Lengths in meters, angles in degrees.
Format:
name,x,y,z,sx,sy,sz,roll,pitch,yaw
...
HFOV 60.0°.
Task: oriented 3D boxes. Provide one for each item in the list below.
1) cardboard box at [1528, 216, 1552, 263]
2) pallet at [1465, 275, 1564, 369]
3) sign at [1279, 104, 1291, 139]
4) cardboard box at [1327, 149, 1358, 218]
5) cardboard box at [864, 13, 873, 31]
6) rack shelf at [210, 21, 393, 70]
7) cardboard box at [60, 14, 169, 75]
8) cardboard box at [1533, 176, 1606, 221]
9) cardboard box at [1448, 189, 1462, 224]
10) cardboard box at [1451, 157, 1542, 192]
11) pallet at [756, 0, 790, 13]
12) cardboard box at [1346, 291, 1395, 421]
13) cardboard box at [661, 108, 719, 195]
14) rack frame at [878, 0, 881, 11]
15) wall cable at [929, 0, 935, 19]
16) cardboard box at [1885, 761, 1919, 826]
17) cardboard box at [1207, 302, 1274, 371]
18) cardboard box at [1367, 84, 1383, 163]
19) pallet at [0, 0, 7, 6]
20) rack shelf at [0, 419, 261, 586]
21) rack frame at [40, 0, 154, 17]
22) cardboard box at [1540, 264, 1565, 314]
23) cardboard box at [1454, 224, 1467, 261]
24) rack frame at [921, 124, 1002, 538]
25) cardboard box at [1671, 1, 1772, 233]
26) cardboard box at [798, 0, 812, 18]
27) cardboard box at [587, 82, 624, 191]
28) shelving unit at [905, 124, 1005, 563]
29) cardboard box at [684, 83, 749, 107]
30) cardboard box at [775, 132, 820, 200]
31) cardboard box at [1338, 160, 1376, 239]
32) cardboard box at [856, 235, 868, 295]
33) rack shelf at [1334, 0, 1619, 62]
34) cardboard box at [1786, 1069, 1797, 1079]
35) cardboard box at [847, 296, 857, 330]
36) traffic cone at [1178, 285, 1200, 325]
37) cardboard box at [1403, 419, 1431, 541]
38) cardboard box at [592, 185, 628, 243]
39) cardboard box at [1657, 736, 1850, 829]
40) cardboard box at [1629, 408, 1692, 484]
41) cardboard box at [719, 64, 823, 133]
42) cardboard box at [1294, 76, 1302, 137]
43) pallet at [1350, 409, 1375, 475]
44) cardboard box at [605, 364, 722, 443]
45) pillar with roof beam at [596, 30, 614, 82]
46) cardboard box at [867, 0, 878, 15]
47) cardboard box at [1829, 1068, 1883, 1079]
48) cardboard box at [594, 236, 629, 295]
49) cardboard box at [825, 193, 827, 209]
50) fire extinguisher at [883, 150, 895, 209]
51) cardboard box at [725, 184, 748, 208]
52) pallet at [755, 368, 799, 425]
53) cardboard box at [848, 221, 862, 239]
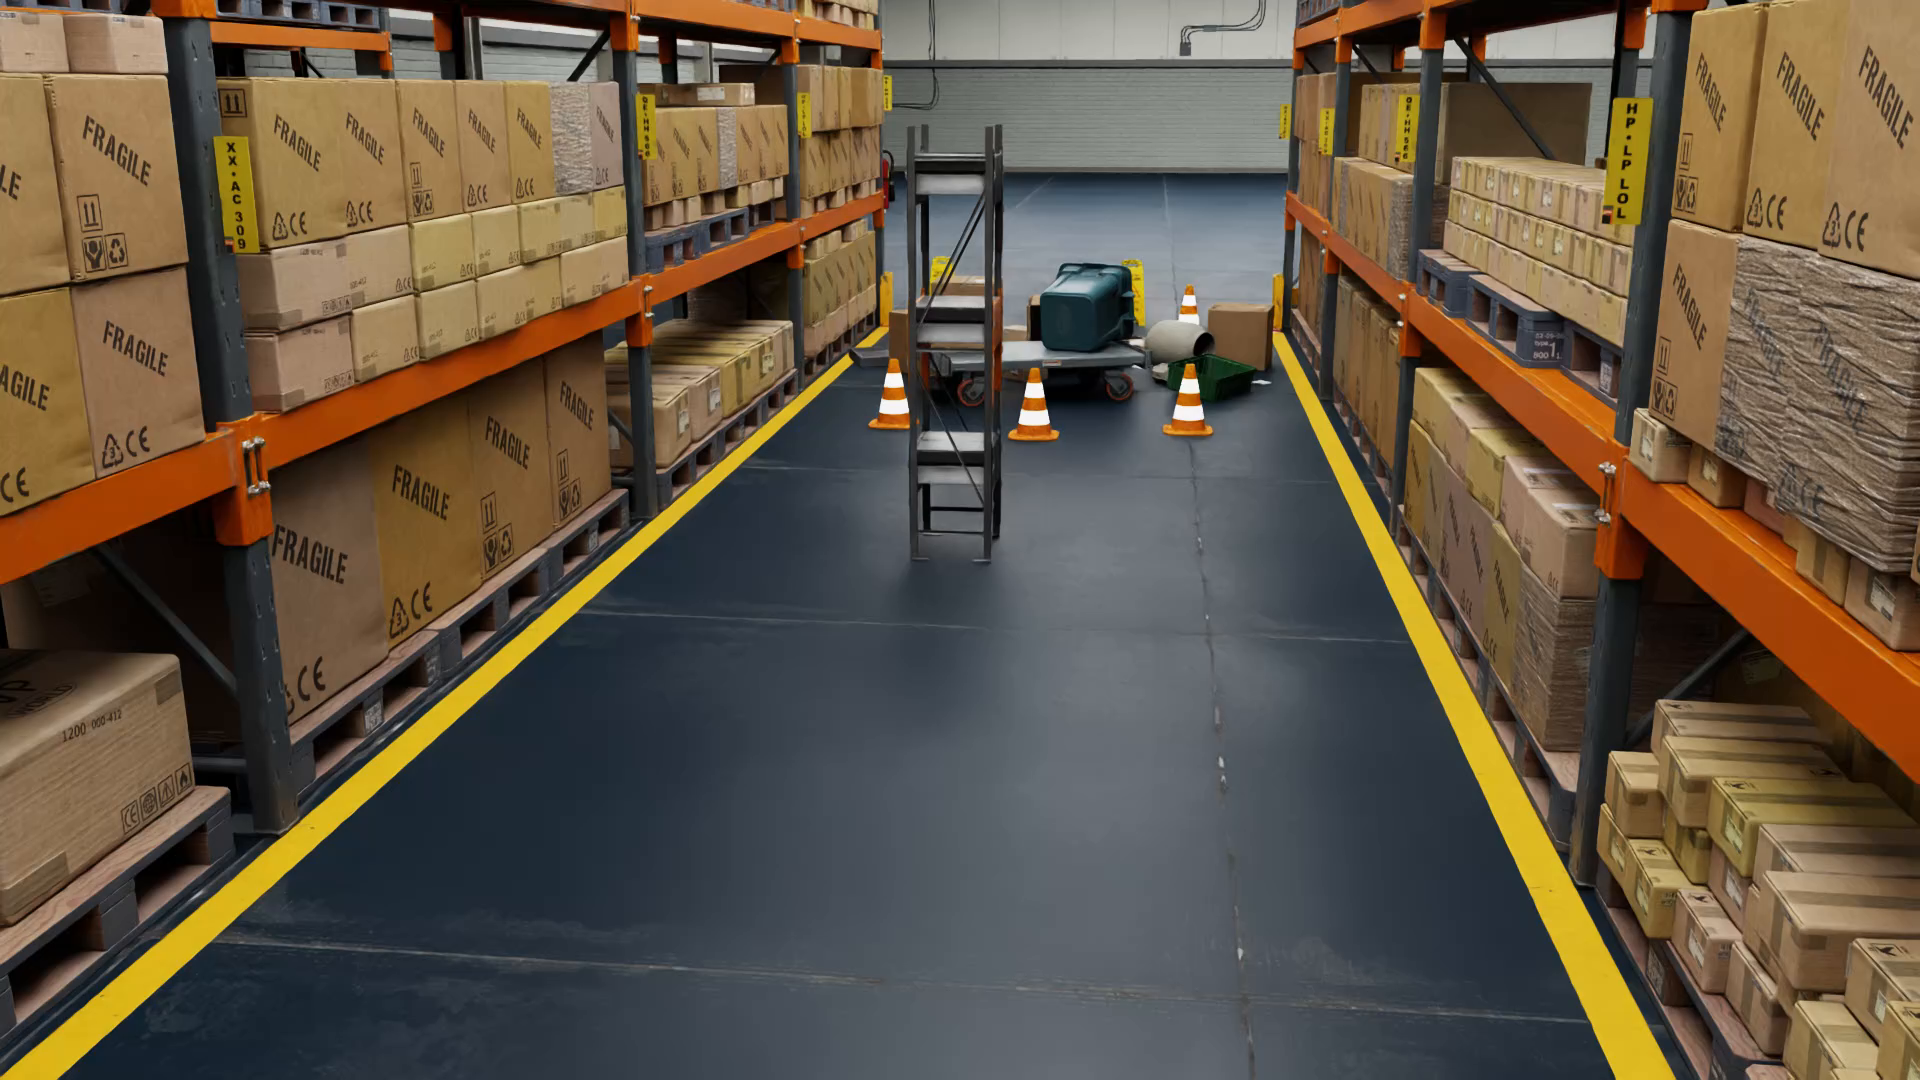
name,x,y,z,sx,sy,sz,roll,pitch,yaw
cardboard box,2.308,-1.101,6.094,0.380,0.149,0.250,2,15,7
pallet,2.583,-0.855,6.445,1.003,0.211,1.213,2,15,6
sign,3.117,-4.011,15.939,0.100,0.325,0.005,2,15,6
cardboard box,3.246,-2.668,12.495,0.875,0.550,0.550,2,15,6
cardboard box,-1.020,-4.817,15.465,0.380,0.149,0.250,2,15,7
rack shelf,-6.420,-4.384,14.760,1.077,0.370,4.000,2,15,6
cardboard box,-2.334,-1.299,4.370,0.380,0.149,0.250,1,15,5
cardboard box,2.313,-1.241,6.043,0.380,0.149,0.250,1,15,4
cardboard box,2.511,-1.568,7.821,0.380,0.149,0.250,2,15,9
cardboard box,2.520,-1.716,7.797,0.380,0.149,0.250,2,15,6
pallet,-1.889,-3.820,11.655,1.213,0.211,1.003,2,15,6
cardboard box,3.123,-1.203,10.869,1.050,0.750,0.750,2,15,6
cardboard box,-1.779,-2.360,10.076,0.500,0.500,0.500,2,15,7
rack frame,-1.262,-6.553,15.656,1.000,3.000,0.127,2,15,6
wall cable,0.551,-15.909,46.531,3.097,2.526,0.112,2,15,6
cardboard box,2.543,0.629,4.107,0.380,0.149,0.250,2,15,7
cardboard box,2.372,-1.727,14.087,0.500,0.500,0.500,4,16,16
cardboard box,3.110,-2.768,11.046,0.700,0.500,0.500,1,15,5
pallet,-6.986,-3.553,10.669,1.003,0.211,1.213,2,15,9
rack shelf,-2.842,0.322,3.104,1.077,0.370,4.000,2,15,6
rack frame,-6.646,-2.764,13.139,1.000,3.000,0.127,2,15,6
cardboard box,2.275,-0.884,5.863,0.380,0.149,0.250,1,15,4
cardboard box,2.484,-1.364,7.637,0.380,0.149,0.250,2,15,9
rack frame,0.009,-1.034,8.463,0.400,2.100,0.015,2,15,6
cardboard box,2.021,-0.989,3.898,0.500,0.500,0.500,2,15,8
cardboard box,-1.347,-4.086,12.760,0.380,0.149,0.250,2,15,6
cardboard box,-1.963,-1.971,8.097,0.500,0.500,0.500,1,15,5
shelving unit,-0.019,-0.971,8.229,0.431,2.100,0.503,2,15,6
cardboard box,-1.613,-2.950,11.015,0.380,0.149,0.250,1,15,4
cardboard box,-1.387,-2.917,12.942,0.500,0.500,0.500,2,15,6
cardboard box,2.834,-2.289,11.187,0.500,0.500,0.500,2,15,7
cardboard box,-1.149,-2.543,15.347,0.500,0.500,0.500,2,15,8
rack shelf,2.991,-3.082,9.944,1.077,0.370,4.000,2,15,6
cardboard box,1.848,1.171,3.241,0.380,0.149,0.250,1,15,5
cardboard box,-1.206,-2.045,14.940,0.500,0.250,0.500,1,15,4
traffic cone,2.197,-2.217,15.973,0.336,0.463,0.334,2,15,6
cardboard box,2.432,-0.282,7.944,0.500,0.500,0.500,1,15,4
cardboard box,-1.967,-1.618,8.227,0.500,0.250,0.500,2,15,6
cardboard box,1.979,0.614,4.161,0.380,0.149,0.250,2,15,9
cardboard box,1.957,-0.240,4.283,0.380,0.149,0.250,2,15,8
cardboard box,-1.448,-3.402,12.818,0.700,0.500,0.500,2,15,6
cardboard box,3.588,-4.036,15.484,0.875,0.550,0.550,2,15,6
pallet,3.069,-0.634,10.602,1.003,0.211,1.213,2,15,6
cardboard box,-2.016,-0.854,10.303,0.950,0.372,0.625,1,15,5
pillar with roof beam,-1.537,-9.529,26.664,9.100,9.000,0.400,2,15,6
cardboard box,-1.052,-5.035,15.508,0.500,0.250,0.500,2,15,6
cardboard box,1.792,1.090,2.973,0.380,0.149,0.250,2,15,7
cardboard box,-1.964,-1.371,8.272,0.500,0.250,0.500,1,15,4
cardboard box,-1.321,-2.840,13.901,0.380,0.149,0.250,2,15,6
fire extinguisher,-0.791,-3.635,16.508,0.296,0.674,0.183,2,15,6
cardboard box,-1.626,-2.295,11.079,0.380,0.149,0.250,2,15,6
pallet,-1.800,-1.071,12.219,1.003,0.211,1.213,2,15,6
cardboard box,-1.099,-2.829,15.163,0.380,0.149,0.250,2,15,7
